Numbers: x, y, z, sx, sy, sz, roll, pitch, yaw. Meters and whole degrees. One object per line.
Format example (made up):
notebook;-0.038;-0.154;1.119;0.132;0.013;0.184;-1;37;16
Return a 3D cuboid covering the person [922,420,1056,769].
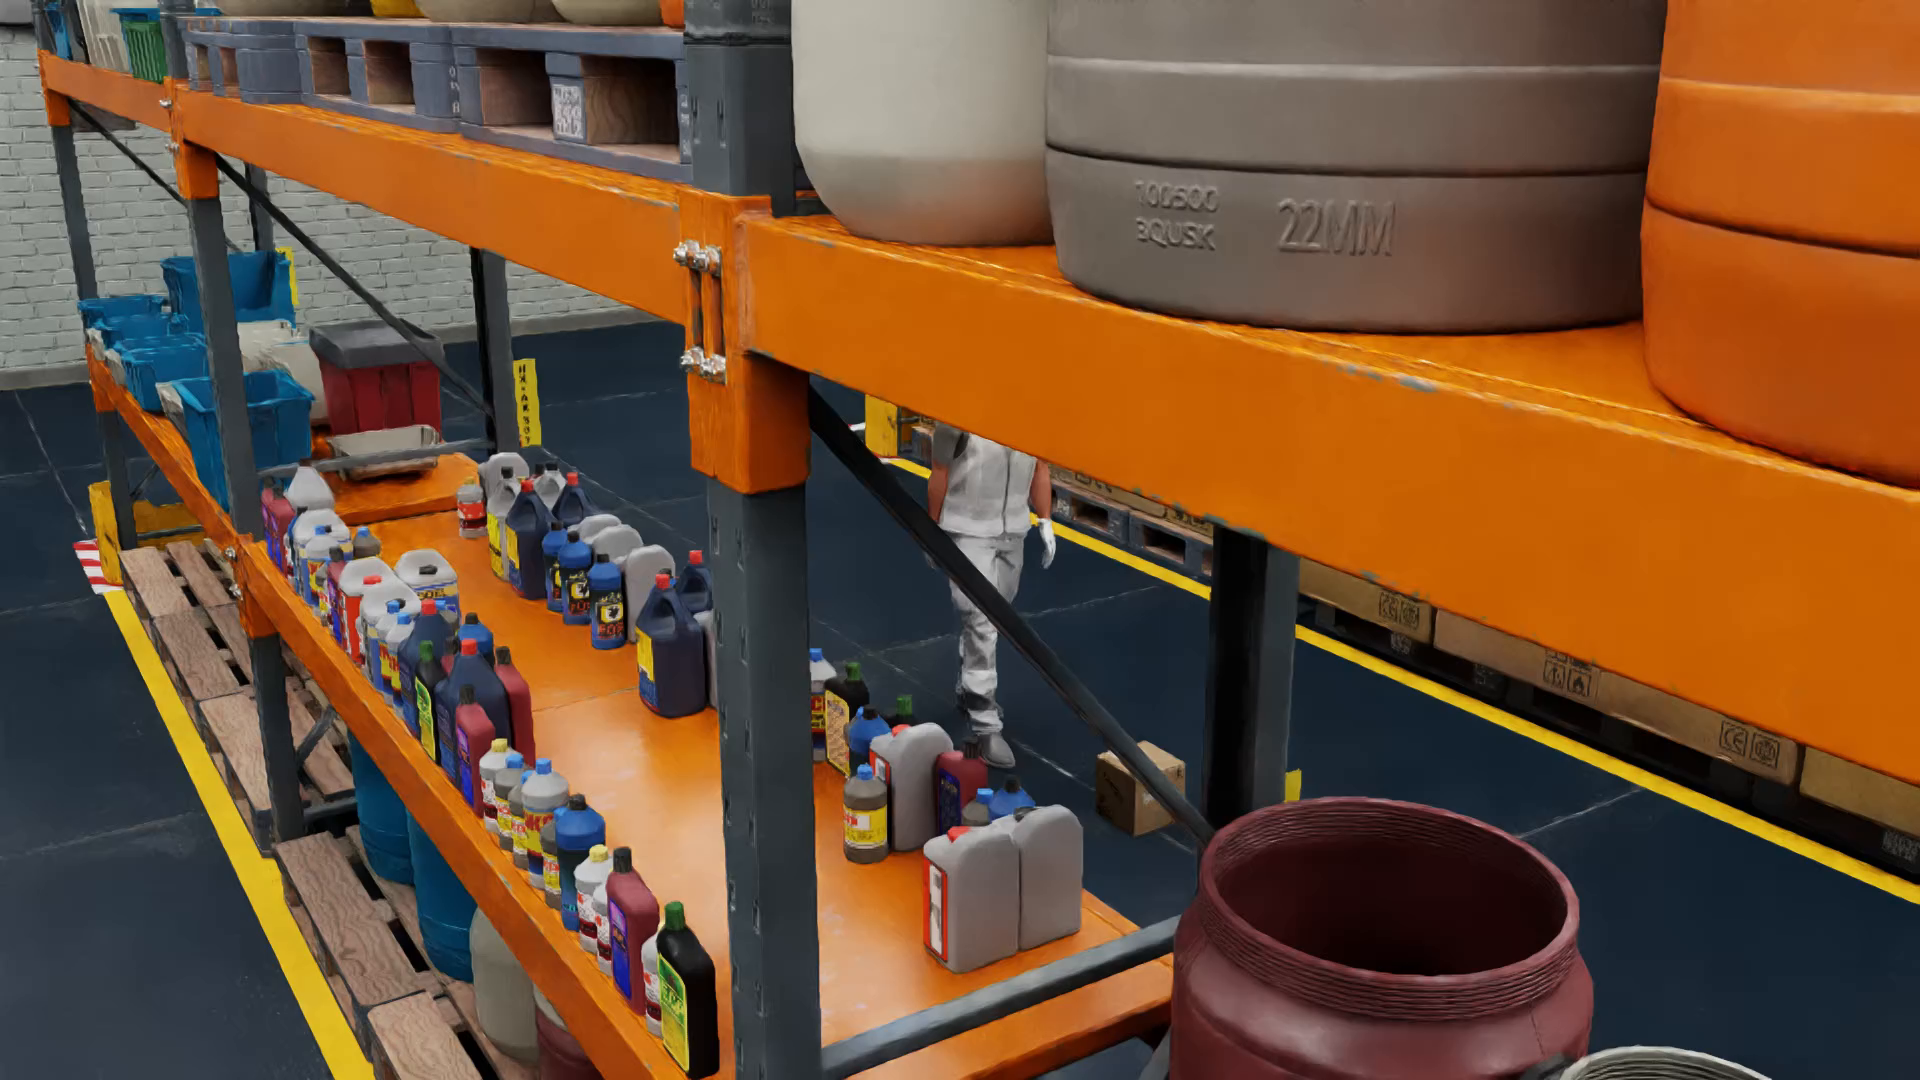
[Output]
person;0.180;-0.012;7.018;0.535;1.777;0.700;-12;21;-33
